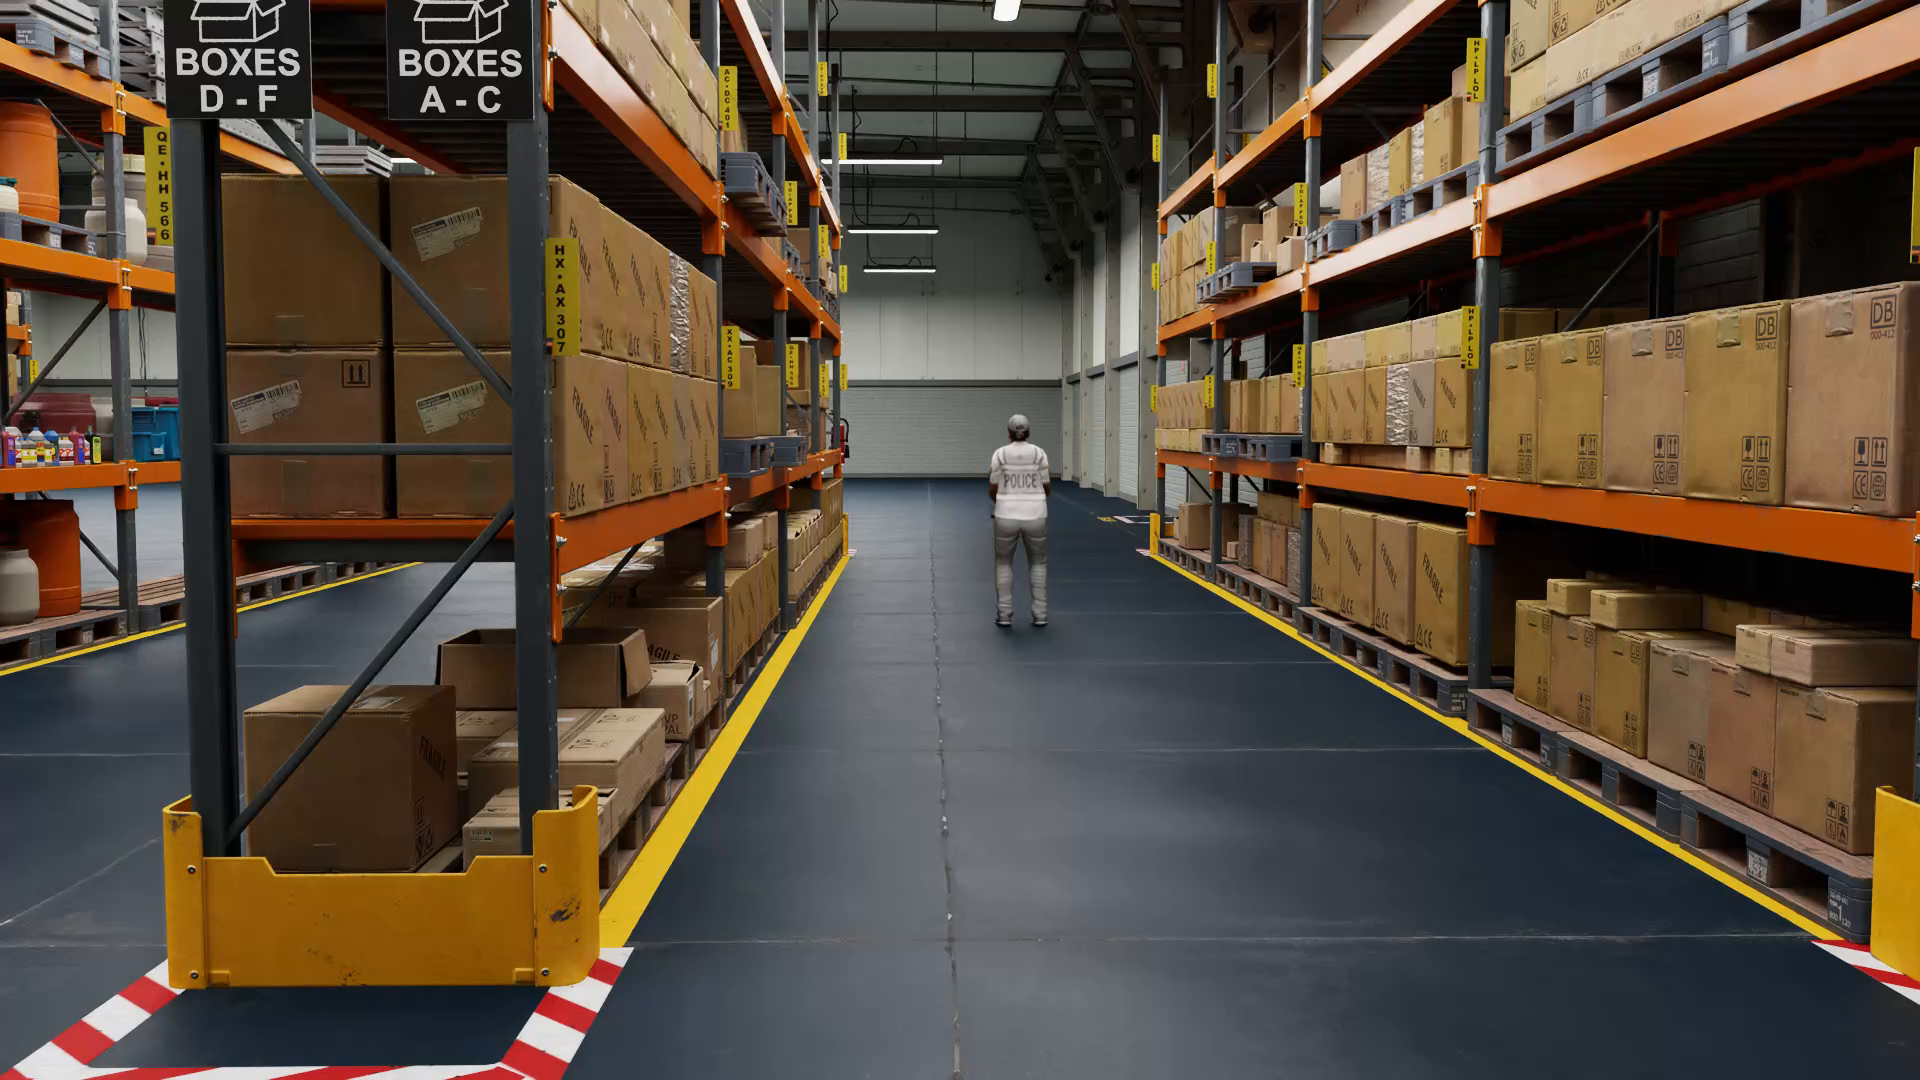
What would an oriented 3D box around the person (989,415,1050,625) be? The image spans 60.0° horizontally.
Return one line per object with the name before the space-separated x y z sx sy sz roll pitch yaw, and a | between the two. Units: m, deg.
person | 0.473 -0.157 13.241 0.493 1.671 0.490 0 4 -2
